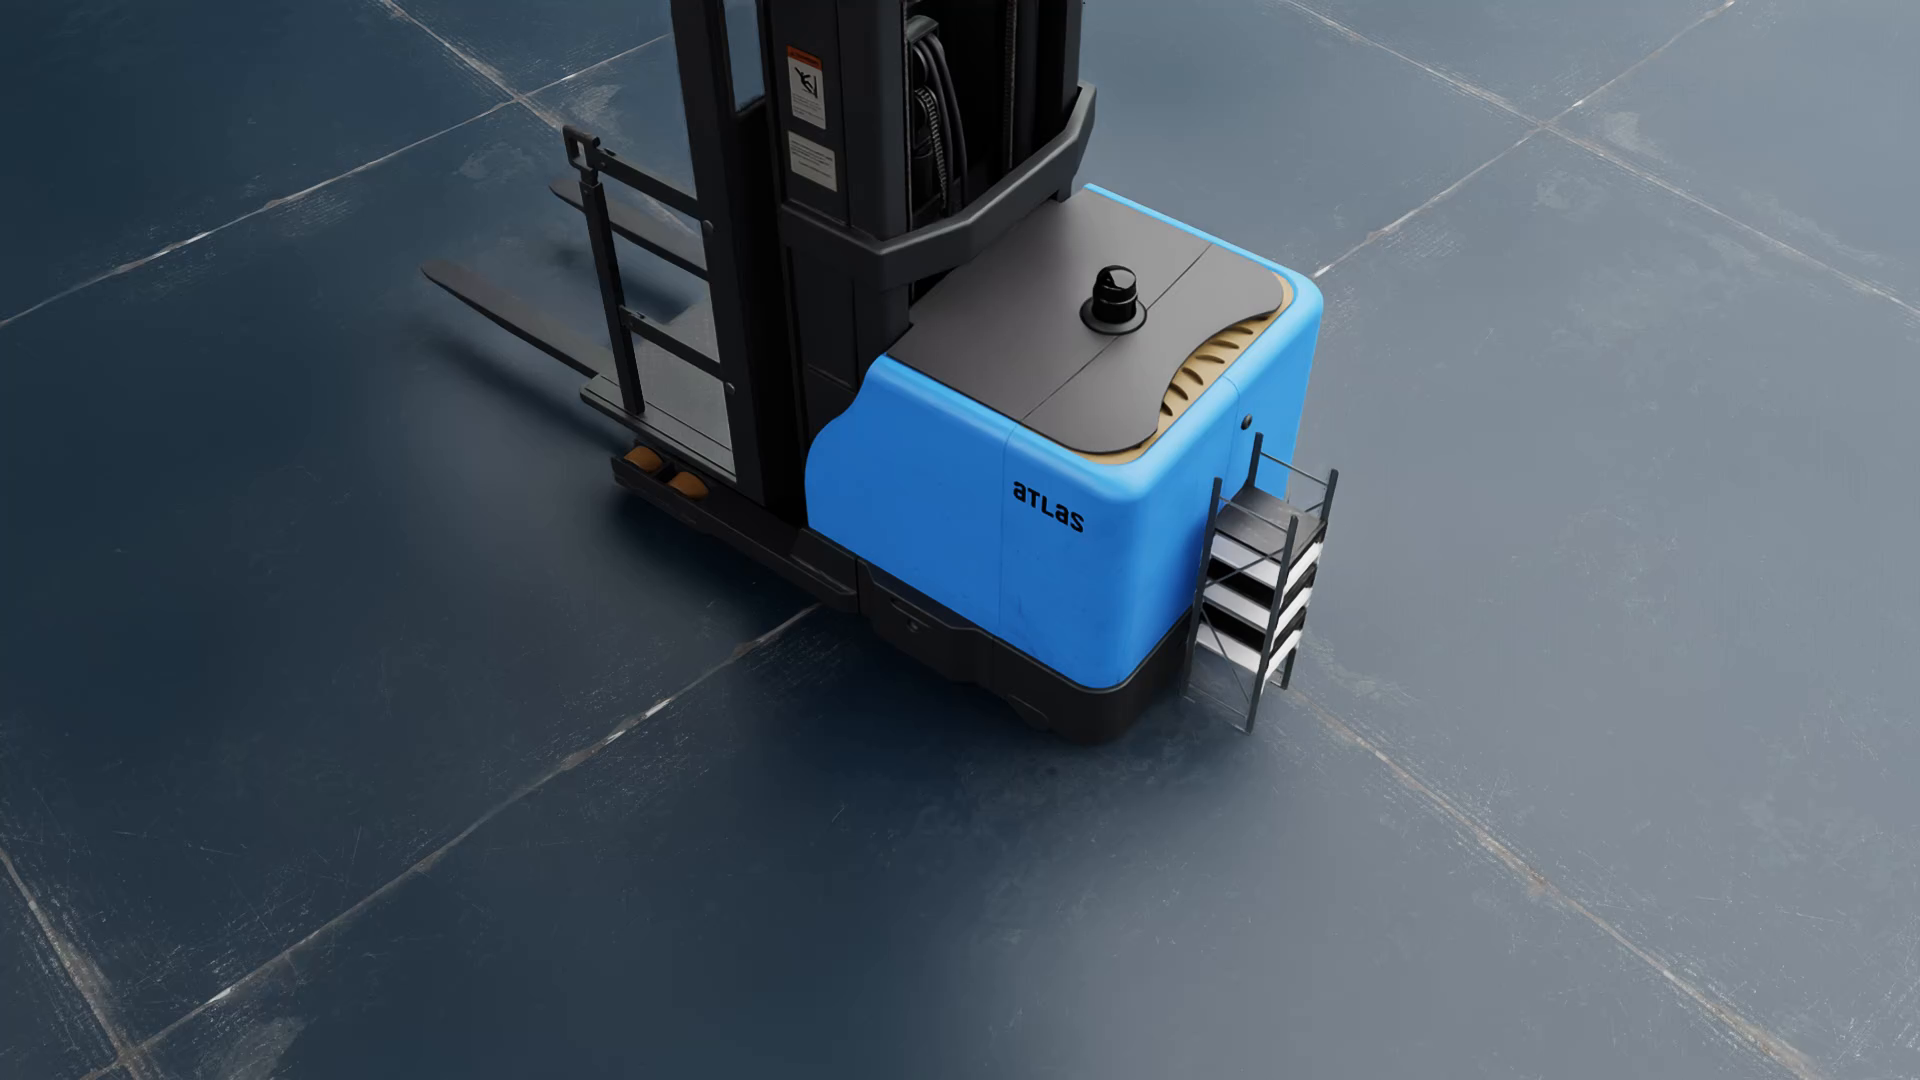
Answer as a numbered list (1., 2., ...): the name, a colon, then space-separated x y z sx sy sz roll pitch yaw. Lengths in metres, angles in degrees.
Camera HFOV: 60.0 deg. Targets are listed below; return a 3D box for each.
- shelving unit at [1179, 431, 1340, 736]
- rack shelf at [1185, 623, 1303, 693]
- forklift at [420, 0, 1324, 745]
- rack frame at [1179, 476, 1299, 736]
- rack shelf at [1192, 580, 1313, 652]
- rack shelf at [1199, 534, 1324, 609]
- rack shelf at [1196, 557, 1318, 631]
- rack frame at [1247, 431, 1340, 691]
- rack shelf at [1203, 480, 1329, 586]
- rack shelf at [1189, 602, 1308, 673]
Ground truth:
1. shelving unit: 0.796 0.139 4.509 0.258 0.900 0.210 29 54 24
2. rack shelf: 0.796 0.284 4.666 0.258 0.077 0.200 29 54 24
3. forklift: -0.492 -1.324 4.477 3.031 2.935 1.130 29 54 24
4. rack frame: 0.735 0.199 4.454 0.240 0.900 0.006 29 54 24
5. rack shelf: 0.796 0.162 4.534 0.258 0.077 0.200 29 54 24
6. rack shelf: 0.796 0.040 4.401 0.258 0.077 0.200 29 54 24
7. rack shelf: 0.796 0.101 4.467 0.258 0.077 0.200 29 54 24
8. rack frame: 0.858 0.080 4.564 0.240 0.900 0.006 29 54 24
9. rack shelf: 0.797 -0.021 4.335 0.258 0.077 0.200 29 54 24
10. rack shelf: 0.796 0.223 4.600 0.258 0.077 0.200 29 54 24
